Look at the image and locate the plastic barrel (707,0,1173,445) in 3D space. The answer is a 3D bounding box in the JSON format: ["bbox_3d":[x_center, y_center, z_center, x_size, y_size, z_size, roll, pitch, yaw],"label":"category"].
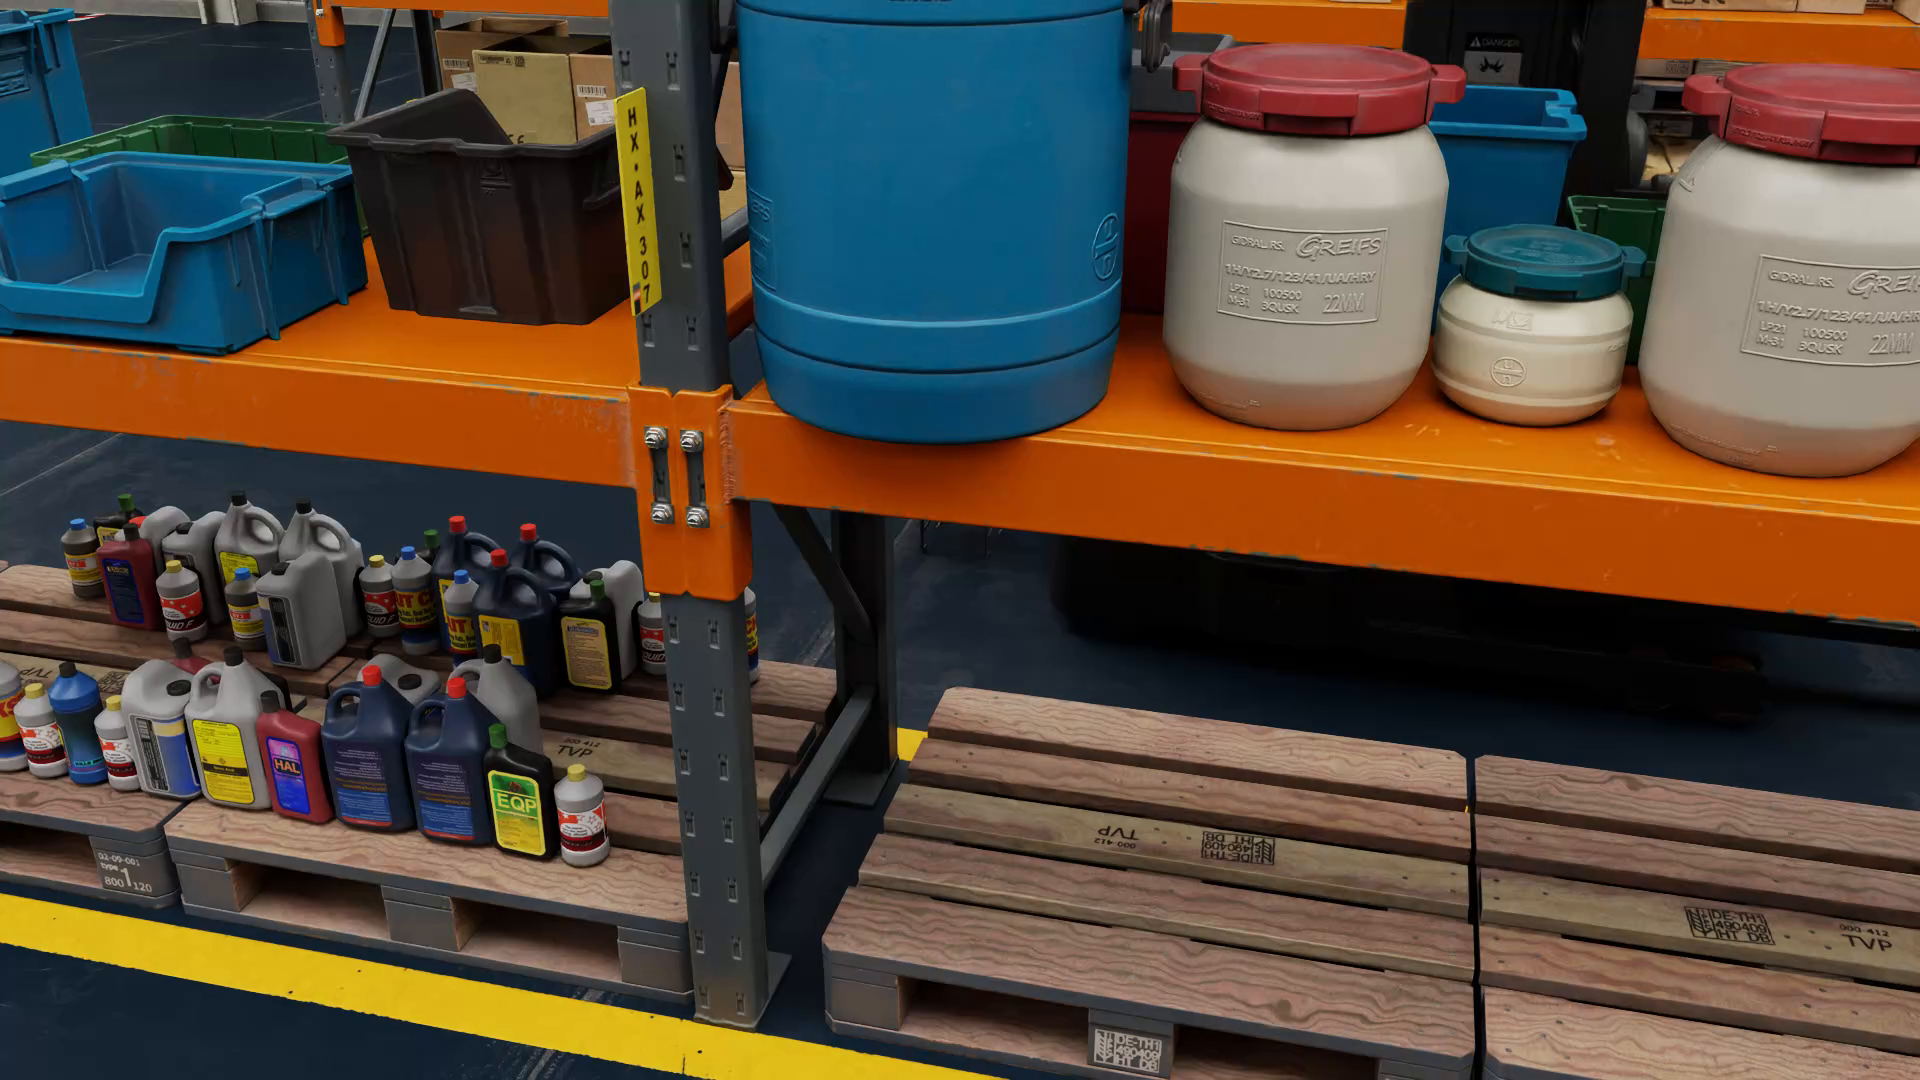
[{"bbox_3d":[-0.037,-0.668,2.580,0.708,0.901,0.600,6,26,13],"label":"plastic barrel"}]

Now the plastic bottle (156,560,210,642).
[{"bbox_3d":[-1.963,0.149,4.192,0.097,0.201,0.097,0,25,0],"label":"plastic bottle"}]

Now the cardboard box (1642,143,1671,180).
[{"bbox_3d":[2.729,-1.560,7.095,0.500,0.311,0.500,7,26,14],"label":"cardboard box"}]

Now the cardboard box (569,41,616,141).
[{"bbox_3d":[-1.536,-2.135,8.082,0.500,0.500,0.500,6,26,13],"label":"cardboard box"}]

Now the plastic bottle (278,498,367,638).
[{"bbox_3d":[-1.609,0.063,4.197,0.185,0.351,0.144,6,26,13],"label":"plastic bottle"}]

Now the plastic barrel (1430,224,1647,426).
[{"bbox_3d":[0.908,-0.341,2.638,0.301,0.262,0.301,0,25,0],"label":"plastic barrel"}]

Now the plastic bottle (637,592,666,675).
[{"bbox_3d":[-0.732,0.217,4.048,0.097,0.201,0.097,0,25,0],"label":"plastic bottle"}]

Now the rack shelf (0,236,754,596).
[{"bbox_3d":[-2.273,-0.498,3.644,4.000,0.370,1.077,6,26,13],"label":"rack shelf"}]

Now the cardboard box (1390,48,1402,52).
[{"bbox_3d":[3.362,-3.697,11.923,0.500,0.500,0.700,6,26,12],"label":"cardboard box"}]

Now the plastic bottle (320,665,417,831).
[{"bbox_3d":[-1.217,0.419,3.451,0.185,0.351,0.144,5,26,10],"label":"plastic bottle"}]

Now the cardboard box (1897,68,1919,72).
[{"bbox_3d":[6.685,-3.391,10.895,0.750,0.750,0.750,6,26,12],"label":"cardboard box"}]

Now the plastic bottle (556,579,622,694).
[{"bbox_3d":[-0.881,0.223,3.940,0.133,0.283,0.061,6,26,13],"label":"plastic bottle"}]

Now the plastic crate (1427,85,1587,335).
[{"bbox_3d":[0.810,-0.613,3.067,0.575,0.384,0.392,6,26,13],"label":"plastic crate"}]

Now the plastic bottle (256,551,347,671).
[{"bbox_3d":[-1.621,0.162,4.078,0.135,0.276,0.152,6,26,13],"label":"plastic bottle"}]

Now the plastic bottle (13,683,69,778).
[{"bbox_3d":[-2.007,0.409,3.644,0.097,0.201,0.097,0,25,0],"label":"plastic bottle"}]

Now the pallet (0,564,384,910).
[{"bbox_3d":[-2.161,0.431,4.099,1.213,0.211,1.003,6,26,13],"label":"pallet"}]

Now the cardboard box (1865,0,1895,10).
[{"bbox_3d":[3.958,-2.379,6.861,0.500,0.311,0.500,6,26,12],"label":"cardboard box"}]

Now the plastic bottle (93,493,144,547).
[{"bbox_3d":[-2.204,0.009,4.389,0.133,0.283,0.061,7,26,14],"label":"plastic bottle"}]

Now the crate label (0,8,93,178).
[{"bbox_3d":[-2.360,-0.969,3.754,0.616,0.435,0.502,6,26,13],"label":"crate label"}]

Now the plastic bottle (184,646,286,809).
[{"bbox_3d":[-1.530,0.384,3.523,0.185,0.351,0.144,6,26,13],"label":"plastic bottle"}]

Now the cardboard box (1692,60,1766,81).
[{"bbox_3d":[5.295,-3.431,11.363,0.500,0.500,0.700,7,26,14],"label":"cardboard box"}]

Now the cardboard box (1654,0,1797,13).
[{"bbox_3d":[3.146,-2.461,6.813,0.500,0.500,0.500,5,26,10],"label":"cardboard box"}]

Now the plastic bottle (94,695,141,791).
[{"bbox_3d":[-1.807,0.431,3.598,0.097,0.201,0.097,0,25,0],"label":"plastic bottle"}]

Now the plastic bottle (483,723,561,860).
[{"bbox_3d":[-0.884,0.505,3.349,0.133,0.283,0.061,8,27,16],"label":"plastic bottle"}]

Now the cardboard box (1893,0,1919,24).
[{"bbox_3d":[3.836,-2.110,6.486,0.250,0.149,0.380,6,26,13],"label":"cardboard box"}]

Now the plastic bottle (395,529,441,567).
[{"bbox_3d":[-1.346,0.104,4.190,0.133,0.283,0.061,7,26,15],"label":"plastic bottle"}]

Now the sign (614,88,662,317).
[{"bbox_3d":[-0.483,-0.506,2.502,0.005,0.325,0.100,6,26,13],"label":"sign"}]

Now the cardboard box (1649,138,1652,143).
[{"bbox_3d":[2.839,-1.785,7.568,0.500,0.311,0.500,6,26,12],"label":"cardboard box"}]

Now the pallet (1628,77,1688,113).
[{"bbox_3d":[5.249,-3.131,11.580,1.213,0.211,1.003,6,26,13],"label":"pallet"}]

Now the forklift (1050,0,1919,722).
[{"bbox_3d":[1.831,-1.110,4.173,3.031,2.935,1.130,7,26,14],"label":"forklift"}]

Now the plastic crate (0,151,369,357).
[{"bbox_3d":[-1.475,-0.547,3.083,0.616,0.251,0.499,6,26,13],"label":"plastic crate"}]

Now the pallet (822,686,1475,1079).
[{"bbox_3d":[0.435,0.718,3.497,1.213,0.211,1.003,6,26,13],"label":"pallet"}]

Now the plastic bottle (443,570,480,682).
[{"bbox_3d":[-1.185,0.200,4.003,0.097,0.271,0.097,0,25,0],"label":"plastic bottle"}]

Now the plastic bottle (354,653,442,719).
[{"bbox_3d":[-1.204,0.388,3.602,0.135,0.276,0.152,6,26,13],"label":"plastic bottle"}]

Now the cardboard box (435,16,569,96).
[{"bbox_3d":[-2.379,-2.452,8.749,0.500,0.500,0.500,6,26,13],"label":"cardboard box"}]

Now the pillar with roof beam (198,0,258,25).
[{"bbox_3d":[-7.732,-7.006,9.497,0.400,9.000,9.100,6,26,13],"label":"pillar with roof beam"}]

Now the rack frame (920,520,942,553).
[{"bbox_3d":[-0.091,-0.416,5.078,0.006,0.900,0.240,6,26,13],"label":"rack frame"}]

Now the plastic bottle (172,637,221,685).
[{"bbox_3d":[-1.660,0.351,3.671,0.133,0.283,0.061,6,26,13],"label":"plastic bottle"}]

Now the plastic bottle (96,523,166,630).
[{"bbox_3d":[-2.110,0.087,4.225,0.133,0.283,0.061,6,26,13],"label":"plastic bottle"}]

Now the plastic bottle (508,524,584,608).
[{"bbox_3d":[-1.014,0.129,4.059,0.185,0.351,0.144,7,26,14],"label":"plastic bottle"}]

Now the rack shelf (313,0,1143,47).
[{"bbox_3d":[-1.035,-2.560,7.975,4.000,0.370,1.077,6,26,13],"label":"rack shelf"}]

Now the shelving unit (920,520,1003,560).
[{"bbox_3d":[0.008,-0.405,5.055,0.210,0.900,0.258,6,26,13],"label":"shelving unit"}]

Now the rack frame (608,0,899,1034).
[{"bbox_3d":[-0.336,-0.609,3.040,0.127,3.000,1.000,6,26,13],"label":"rack frame"}]

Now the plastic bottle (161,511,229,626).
[{"bbox_3d":[-1.950,0.061,4.289,0.135,0.276,0.152,6,26,12],"label":"plastic bottle"}]

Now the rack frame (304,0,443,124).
[{"bbox_3d":[-2.972,-3.099,8.270,0.127,3.000,1.000,6,26,13],"label":"rack frame"}]
